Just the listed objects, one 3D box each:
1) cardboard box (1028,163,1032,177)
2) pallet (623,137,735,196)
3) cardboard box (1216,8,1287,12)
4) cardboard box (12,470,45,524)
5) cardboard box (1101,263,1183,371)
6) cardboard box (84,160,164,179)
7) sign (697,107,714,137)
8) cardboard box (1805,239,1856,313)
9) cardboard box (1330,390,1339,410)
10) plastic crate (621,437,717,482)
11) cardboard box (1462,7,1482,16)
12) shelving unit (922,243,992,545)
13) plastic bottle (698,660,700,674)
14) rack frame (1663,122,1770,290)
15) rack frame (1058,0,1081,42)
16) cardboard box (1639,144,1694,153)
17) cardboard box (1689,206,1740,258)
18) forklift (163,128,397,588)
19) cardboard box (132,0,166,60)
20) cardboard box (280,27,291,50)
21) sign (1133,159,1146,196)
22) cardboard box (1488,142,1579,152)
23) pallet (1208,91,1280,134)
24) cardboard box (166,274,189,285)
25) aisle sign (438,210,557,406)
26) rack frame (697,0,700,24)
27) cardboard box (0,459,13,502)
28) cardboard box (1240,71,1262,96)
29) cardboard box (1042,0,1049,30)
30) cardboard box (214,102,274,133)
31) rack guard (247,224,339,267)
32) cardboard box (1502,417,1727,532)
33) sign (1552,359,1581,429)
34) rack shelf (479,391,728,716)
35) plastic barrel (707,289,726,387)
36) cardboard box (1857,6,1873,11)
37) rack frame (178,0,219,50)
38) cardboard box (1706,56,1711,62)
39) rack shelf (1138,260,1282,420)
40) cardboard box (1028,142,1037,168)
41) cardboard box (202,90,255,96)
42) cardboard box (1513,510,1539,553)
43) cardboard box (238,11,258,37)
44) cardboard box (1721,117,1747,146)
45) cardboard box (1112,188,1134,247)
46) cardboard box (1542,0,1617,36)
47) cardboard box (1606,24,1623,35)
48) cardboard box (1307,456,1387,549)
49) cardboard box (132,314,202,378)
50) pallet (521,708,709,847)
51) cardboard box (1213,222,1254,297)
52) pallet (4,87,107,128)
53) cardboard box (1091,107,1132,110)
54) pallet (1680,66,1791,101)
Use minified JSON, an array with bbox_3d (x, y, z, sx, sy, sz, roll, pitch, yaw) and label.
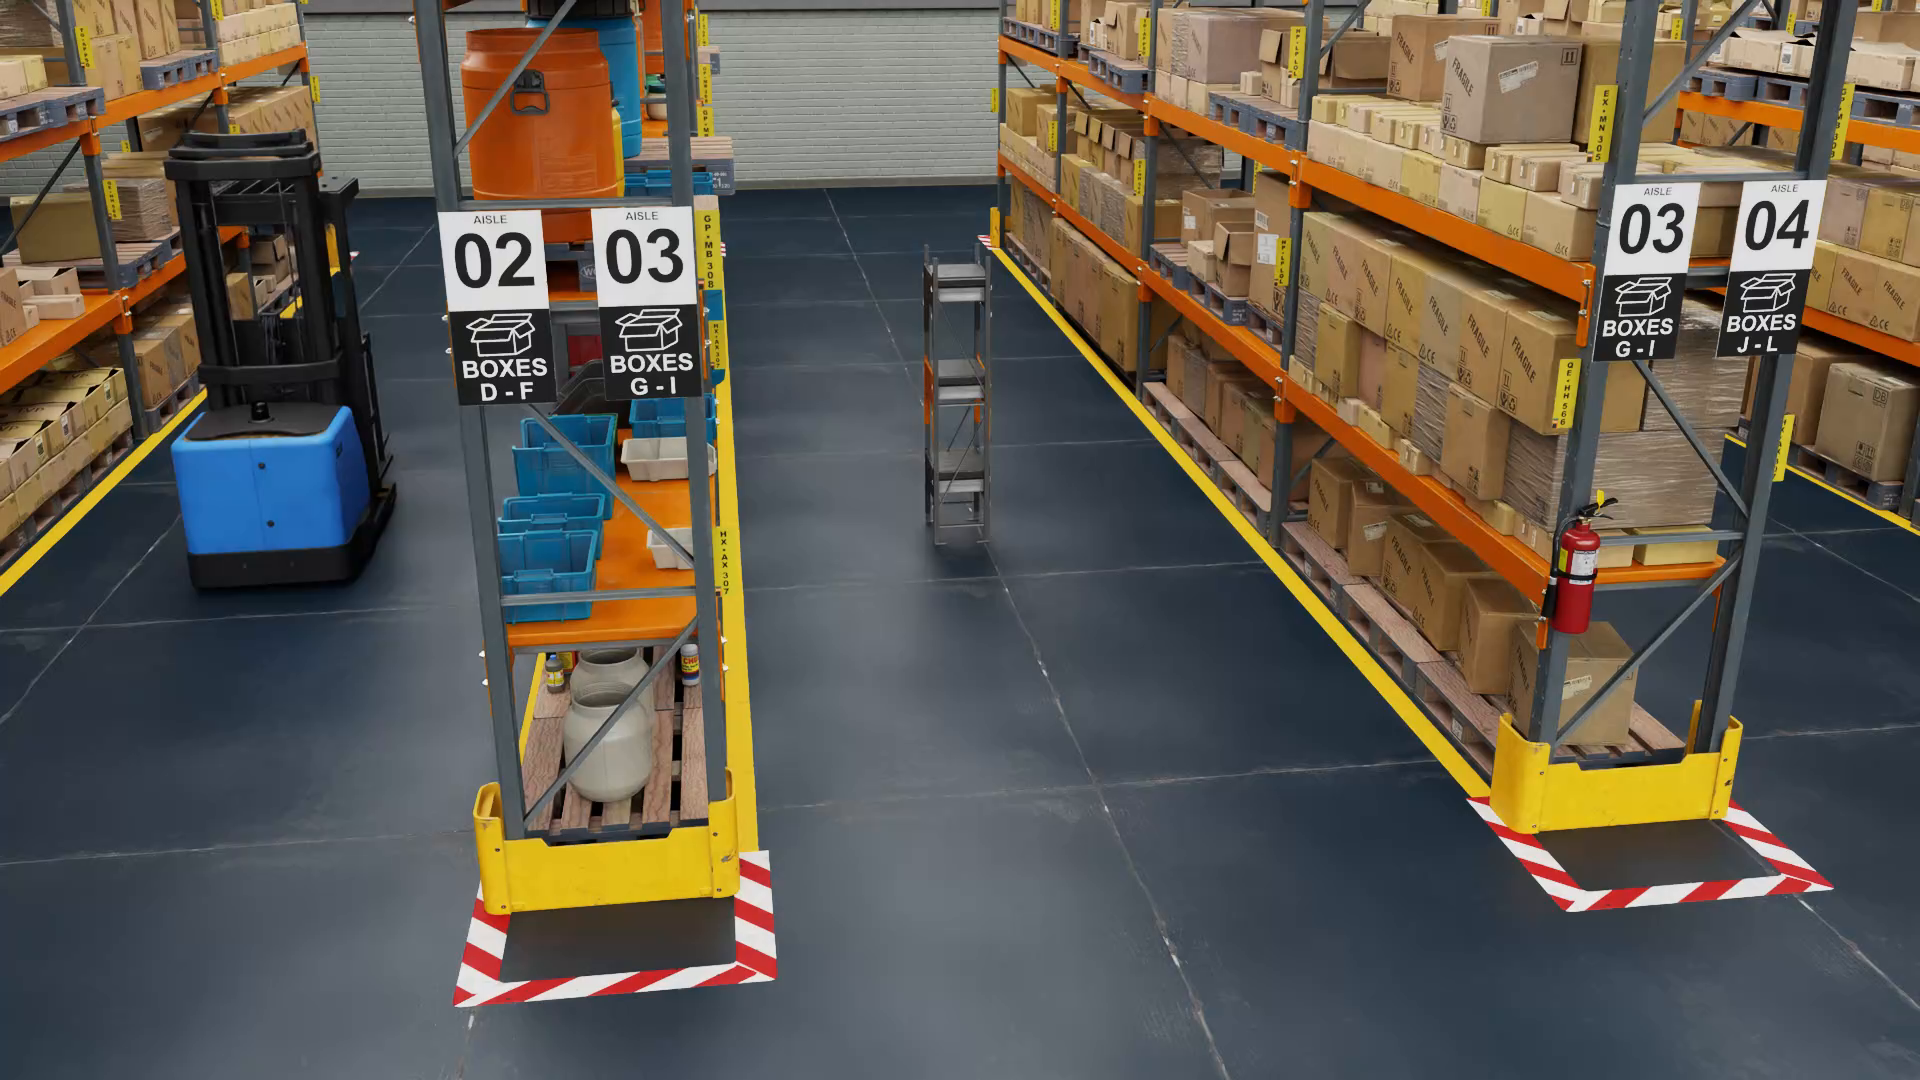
[{"bbox_3d":[1.045,-4.571,20.526,0.380,0.149,0.250,-3,21,-9],"label":"cardboard box"},{"bbox_3d":[-1.949,-2.206,9.820,1.213,0.211,1.003,-3,21,-8],"label":"pallet"},{"bbox_3d":[2.492,-4.303,14.306,0.500,0.500,0.500,-2,21,-6],"label":"cardboard box"},{"bbox_3d":[-7.014,-0.303,12.070,0.500,0.250,0.500,-4,21,-9],"label":"cardboard box"},{"bbox_3d":[2.097,-2.211,16.285,1.225,0.875,0.875,-4,21,-10],"label":"cardboard box"},{"bbox_3d":[-8.196,-3.489,16.528,0.700,0.500,0.500,0,20,1],"label":"cardboard box"},{"bbox_3d":[-1.603,-2.568,10.505,0.100,0.325,0.005,-3,21,-8],"label":"sign"},{"bbox_3d":[7.189,-2.164,13.579,0.500,0.500,0.500,-3,21,-7],"label":"cardboard box"},{"bbox_3d":[2.617,-0.919,10.748,0.380,0.149,0.250,-3,21,-8],"label":"cardboard box"},{"bbox_3d":[-1.665,-0.462,9.542,0.530,0.136,0.437,-3,21,-8],"label":"plastic crate"},{"bbox_3d":[6.203,-6.086,19.436,0.500,0.250,0.500,-4,21,-10],"label":"cardboard box"},{"bbox_3d":[-0.024,-1.041,12.002,0.431,2.100,0.503,-3,21,-8],"label":"shelving unit"},{"bbox_3d":[-1.541,0.676,9.490,0.097,0.201,0.097,0,20,0],"label":"plastic bottle"},{"bbox_3d":[7.098,-2.985,15.920,1.000,3.000,0.127,-3,21,-8],"label":"rack frame"},{"bbox_3d":[1.599,-6.965,18.002,1.000,3.000,0.127,-3,21,-8],"label":"rack frame"},{"bbox_3d":[3.449,-1.902,8.379,0.380,0.149,0.250,-2,21,-6],"label":"cardboard box"},{"bbox_3d":[3.515,-1.514,7.911,0.500,0.250,0.500,-2,21,-6],"label":"cardboard box"},{"bbox_3d":[-4.901,-1.530,12.124,1.130,2.935,3.031,-3,21,-9],"label":"forklift"},{"bbox_3d":[-8.086,-4.943,15.991,0.600,0.600,0.600,-3,21,-8],"label":"cardboard box"},{"bbox_3d":[-8.385,-6.038,20.021,0.500,0.250,0.500,-3,21,-8],"label":"cardboard box"},{"bbox_3d":[1.627,-3.283,15.063,0.100,0.325,0.005,-3,21,-8],"label":"sign"},{"bbox_3d":[2.938,-1.965,8.546,0.380,0.149,0.250,-3,21,-7],"label":"cardboard box"},{"bbox_3d":[2.616,-3.280,12.692,1.213,0.211,1.003,-3,21,-8],"label":"pallet"},{"bbox_3d":[-8.376,-2.511,17.597,0.500,0.500,0.500,-4,21,-10],"label":"cardboard box"},{"bbox_3d":[-1.856,-0.928,6.697,0.394,0.787,0.004,-3,21,-8],"label":"aisle sign"},{"bbox_3d":[-3.879,-8.100,21.041,1.000,3.000,0.127,-3,21,-8],"label":"rack frame"},{"bbox_3d":[-6.931,-0.387,11.493,0.500,0.311,0.500,-3,21,-8],"label":"cardboard box"},{"bbox_3d":[2.383,-3.521,12.803,0.380,0.166,0.250,-3,21,-9],"label":"cardboard box"},{"bbox_3d":[1.353,-6.304,19.635,0.700,0.500,0.500,-2,21,-5],"label":"cardboard box"},{"bbox_3d":[-8.143,-4.705,18.955,0.500,0.500,0.500,-4,21,-9],"label":"cardboard box"},{"bbox_3d":[-8.770,-3.844,21.793,1.175,0.500,0.348,-3,21,-8],"label":"rack guard"},{"bbox_3d":[3.276,-0.378,8.372,0.875,0.500,0.500,-3,21,-8],"label":"cardboard box"},{"bbox_3d":[2.776,-0.669,7.614,0.100,0.325,0.005,-3,21,-8],"label":"sign"},{"bbox_3d":[-1.861,-0.105,9.239,1.077,0.370,4.000,-3,21,-8],"label":"rack shelf"},{"bbox_3d":[-1.905,-1.519,11.278,0.600,0.901,0.708,-3,21,-8],"label":"plastic barrel"},{"bbox_3d":[10.997,-6.445,20.347,0.396,0.266,0.258,-2,21,-6],"label":"cardboard box"},{"bbox_3d":[-8.205,-6.466,16.668,1.000,3.000,0.127,-3,21,-8],"label":"rack frame"},{"bbox_3d":[6.988,-4.392,15.017,0.380,0.149,0.250,-4,21,-10],"label":"cardboard box"},{"bbox_3d":[2.464,-1.740,13.616,1.077,0.370,4.000,-3,21,-8],"label":"rack shelf"},{"bbox_3d":[1.125,-4.719,20.353,0.500,0.250,0.500,-2,21,-7],"label":"cardboard box"},{"bbox_3d":[-8.895,-5.209,20.303,0.500,0.500,0.500,-3,21,-7],"label":"cardboard box"},{"bbox_3d":[3.048,-0.057,8.440,0.380,0.149,0.250,-3,21,-8],"label":"cardboard box"},{"bbox_3d":[-8.163,-5.753,18.544,0.500,0.250,0.500,-3,21,-8],"label":"cardboard box"},{"bbox_3d":[10.770,-5.554,22.658,0.500,0.500,0.500,-3,21,-8],"label":"cardboard box"},{"bbox_3d":[1.793,-3.148,16.213,0.500,0.500,0.500,-3,21,-8],"label":"cardboard box"},{"bbox_3d":[6.614,-5.478,17.562,0.797,0.503,0.637,-3,21,-8],"label":"cardboard box"},{"bbox_3d":[6.679,-4.794,16.334,0.500,0.500,0.500,-3,21,-8],"label":"cardboard box"},{"bbox_3d":[2.770,-0.270,11.624,0.500,0.500,0.500,-4,21,-9],"label":"cardboard box"},{"bbox_3d":[-7.559,-1.833,15.781,0.500,0.500,0.500,-3,21,-8],"label":"cardboard box"},{"bbox_3d":[-1.742,1.251,8.565,1.003,0.211,1.213,-3,21,-8],"label":"pallet"},{"bbox_3d":[2.411,-2.225,13.139,0.797,0.503,0.637,-1,20,-2],"label":"cardboard box"},{"bbox_3d":[-7.442,-3.357,12.901,1.213,0.211,1.003,-2,21,-5],"label":"pallet"},{"bbox_3d":[1.783,-4.753,19.373,0.500,0.500,0.500,-3,21,-8],"label":"cardboard box"},{"bbox_3d":[7.243,-4.081,14.839,1.213,0.211,1.003,-2,21,-5],"label":"pallet"}]
